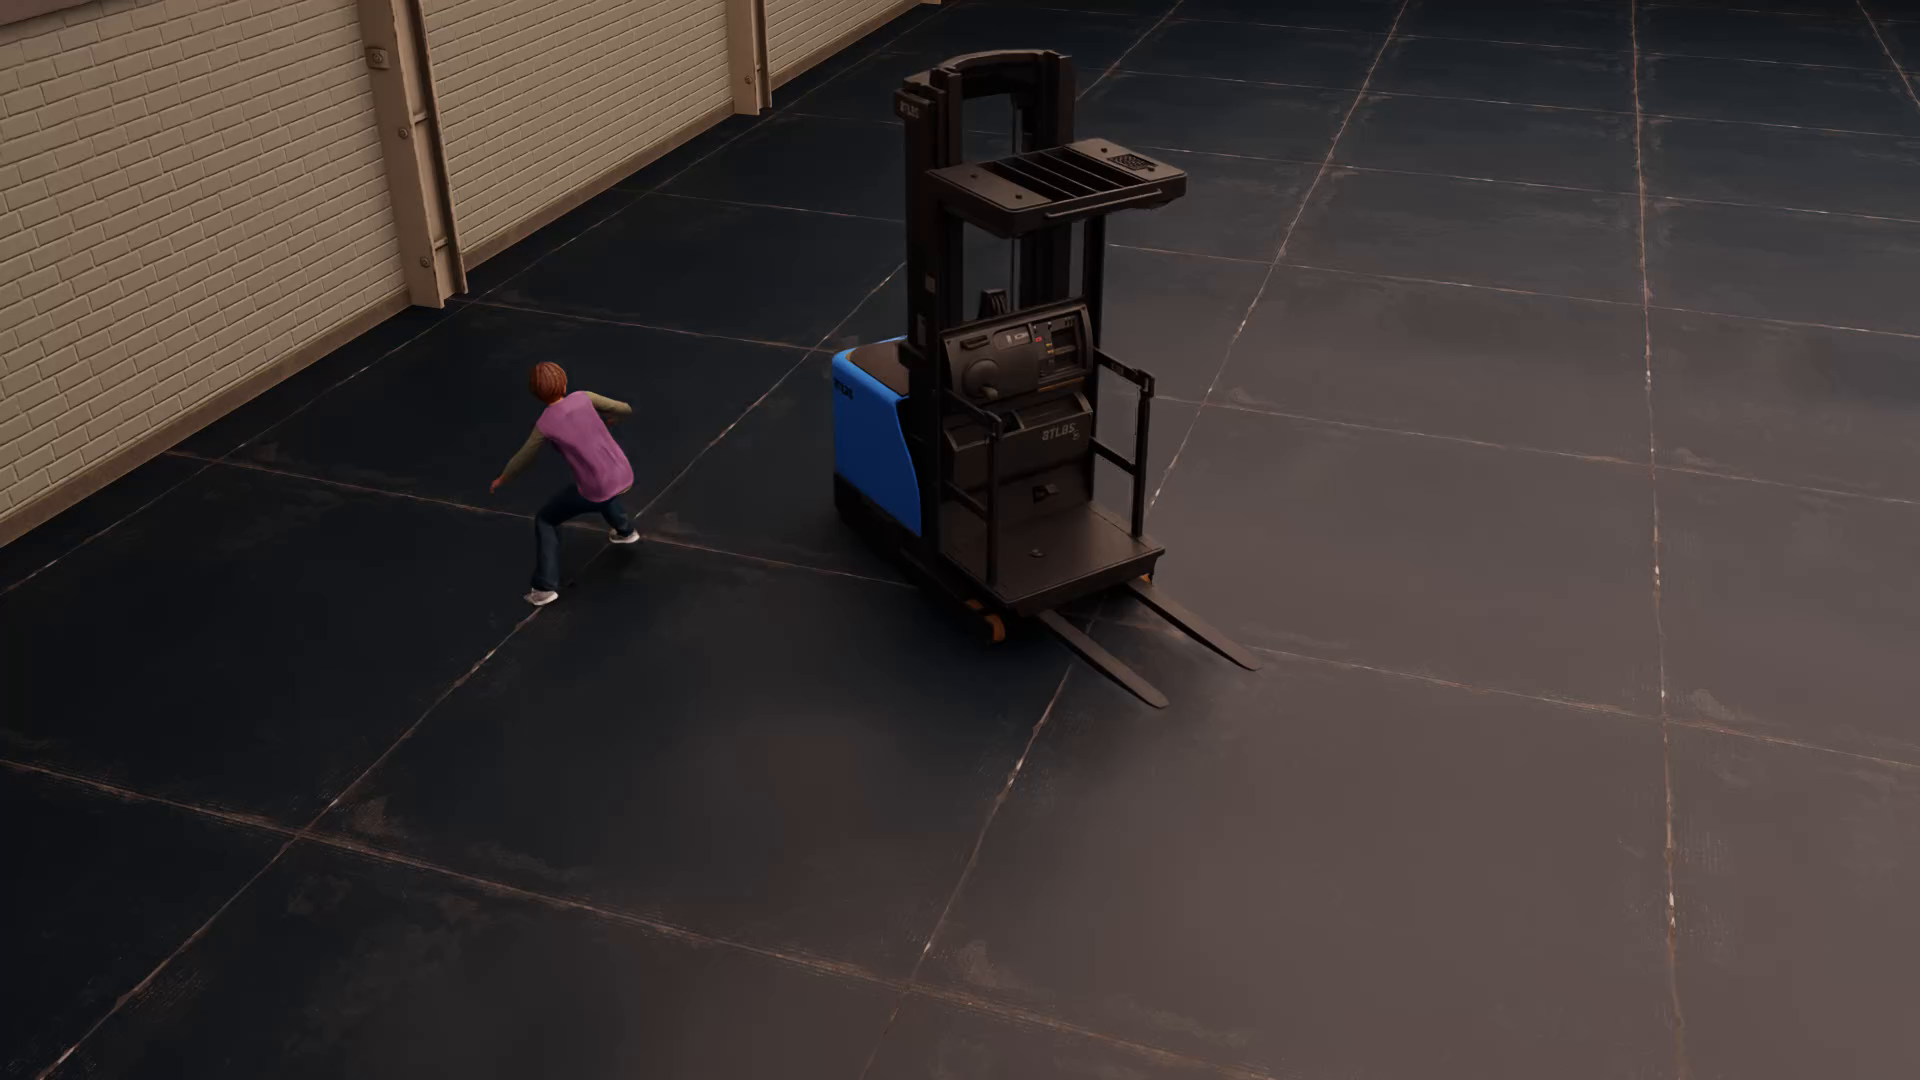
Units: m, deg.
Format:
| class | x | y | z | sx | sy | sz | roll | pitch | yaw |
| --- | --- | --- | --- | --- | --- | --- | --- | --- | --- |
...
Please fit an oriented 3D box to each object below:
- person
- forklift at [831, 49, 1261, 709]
| class | x | y | z | sx | sy | sz | roll | pitch | yaw |
| --- | --- | --- | --- | --- | --- | --- | --- | --- | --- |
| person | -2.226 | -0.360 | 9.417 | 0.696 | 1.383 | 0.781 | 24 | 38 | 36 |
| forklift | 0.440 | -0.969 | 8.836 | 1.130 | 2.935 | 3.031 | -18 | 34 | -28 |
